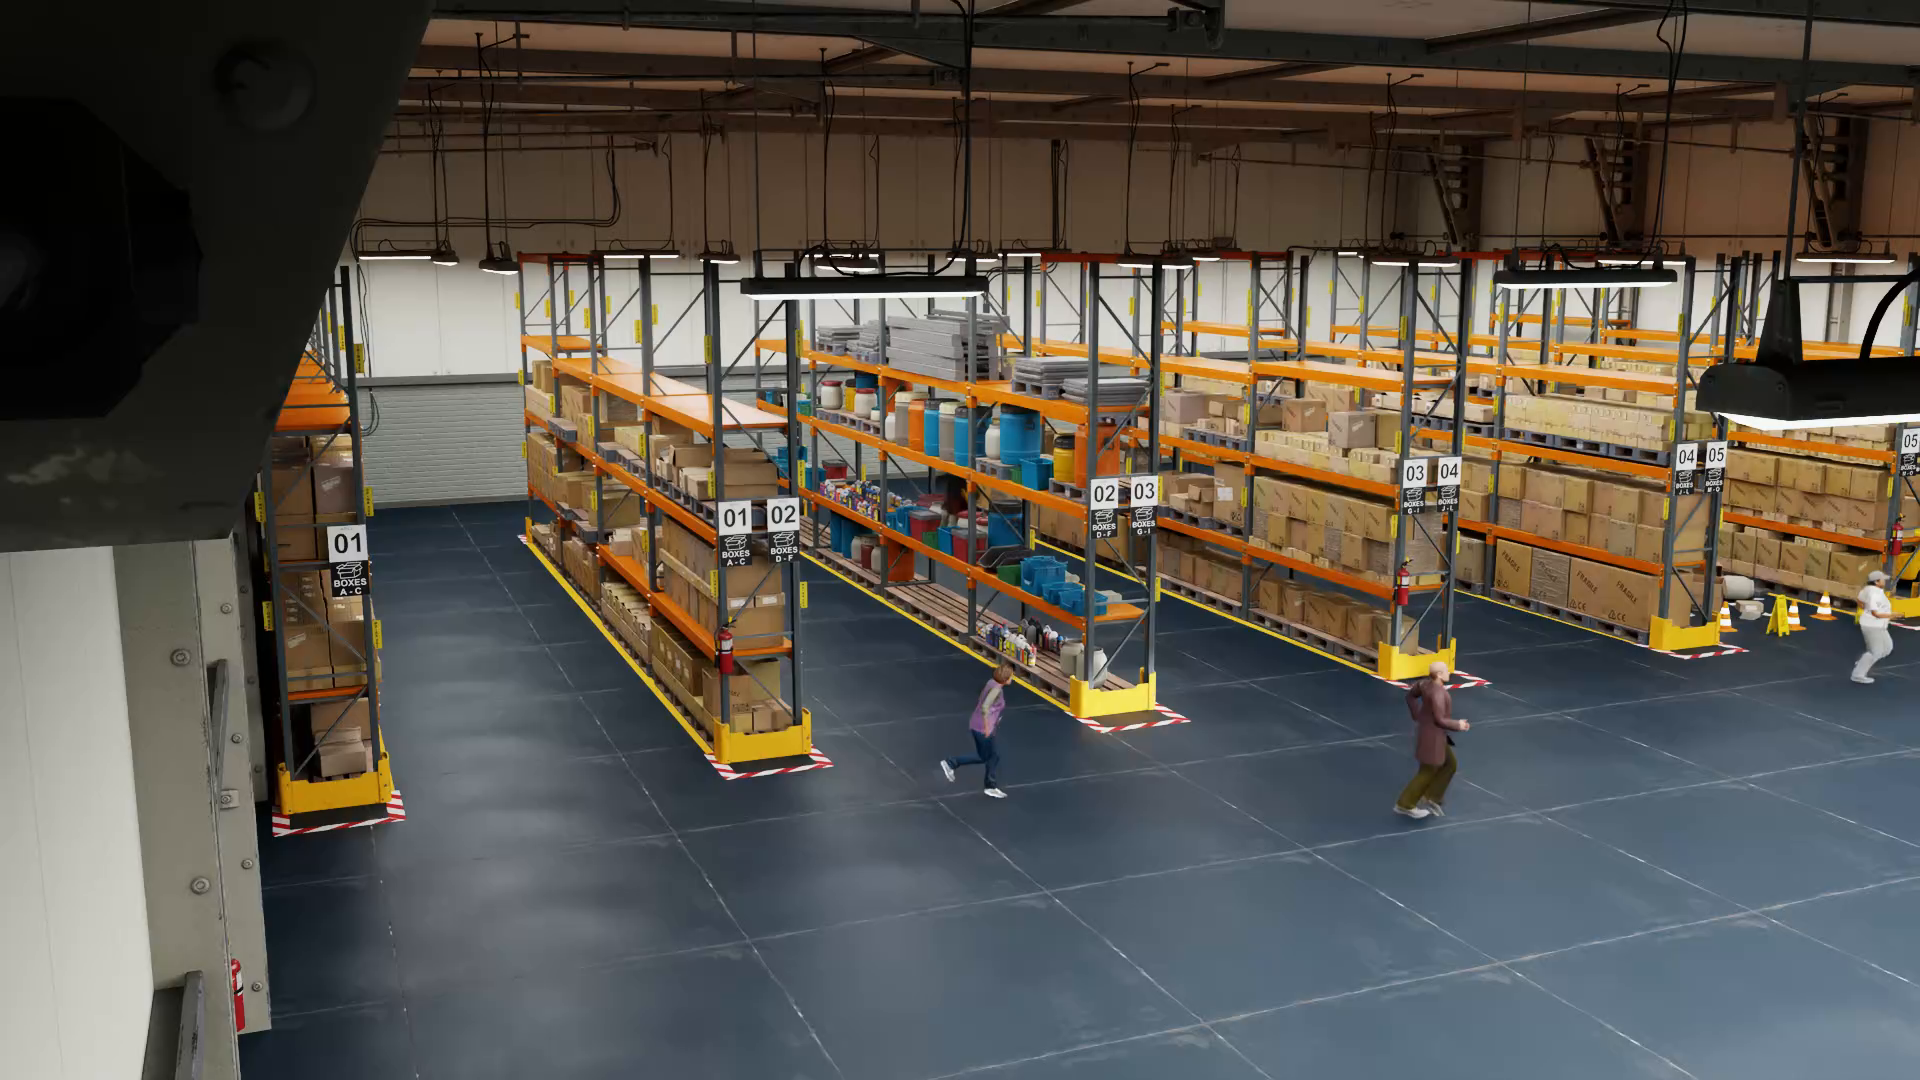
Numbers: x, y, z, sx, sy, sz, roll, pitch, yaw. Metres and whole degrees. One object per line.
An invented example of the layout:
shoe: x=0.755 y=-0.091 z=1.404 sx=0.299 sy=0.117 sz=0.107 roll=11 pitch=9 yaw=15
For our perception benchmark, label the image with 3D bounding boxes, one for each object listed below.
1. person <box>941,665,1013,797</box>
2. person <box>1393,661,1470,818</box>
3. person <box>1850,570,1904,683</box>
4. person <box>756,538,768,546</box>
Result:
person: x=0.191 y=2.203 z=18.975 sx=0.818 sy=1.512 sz=0.539 roll=-1 pitch=10 yaw=-7
person: x=5.161 y=2.206 z=18.175 sx=0.772 sy=1.825 sz=0.679 roll=1 pitch=10 yaw=6
person: x=13.083 y=1.242 z=23.694 sx=0.575 sy=1.638 sz=0.591 roll=4 pitch=11 yaw=22
person: x=-3.714 y=0.034 z=30.501 sx=0.538 sy=1.596 sz=0.812 roll=-6 pitch=12 yaw=-31
